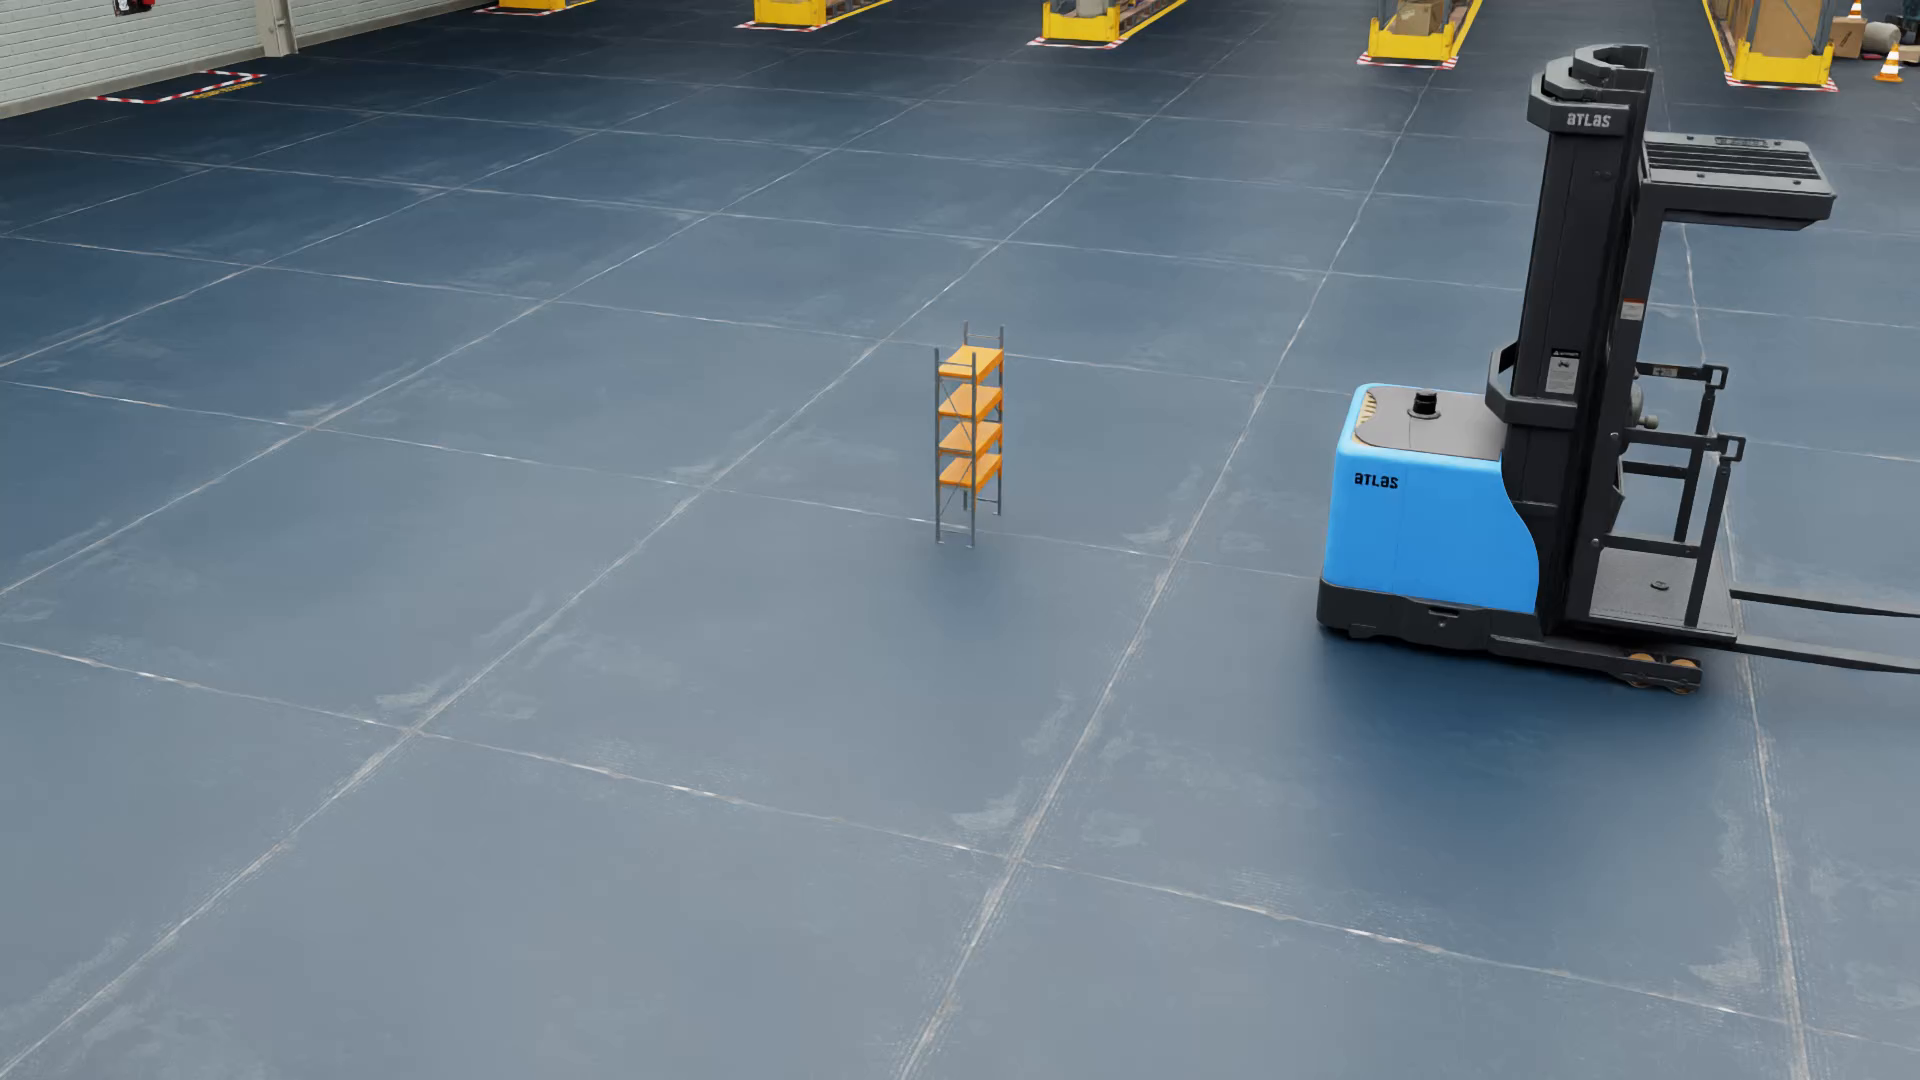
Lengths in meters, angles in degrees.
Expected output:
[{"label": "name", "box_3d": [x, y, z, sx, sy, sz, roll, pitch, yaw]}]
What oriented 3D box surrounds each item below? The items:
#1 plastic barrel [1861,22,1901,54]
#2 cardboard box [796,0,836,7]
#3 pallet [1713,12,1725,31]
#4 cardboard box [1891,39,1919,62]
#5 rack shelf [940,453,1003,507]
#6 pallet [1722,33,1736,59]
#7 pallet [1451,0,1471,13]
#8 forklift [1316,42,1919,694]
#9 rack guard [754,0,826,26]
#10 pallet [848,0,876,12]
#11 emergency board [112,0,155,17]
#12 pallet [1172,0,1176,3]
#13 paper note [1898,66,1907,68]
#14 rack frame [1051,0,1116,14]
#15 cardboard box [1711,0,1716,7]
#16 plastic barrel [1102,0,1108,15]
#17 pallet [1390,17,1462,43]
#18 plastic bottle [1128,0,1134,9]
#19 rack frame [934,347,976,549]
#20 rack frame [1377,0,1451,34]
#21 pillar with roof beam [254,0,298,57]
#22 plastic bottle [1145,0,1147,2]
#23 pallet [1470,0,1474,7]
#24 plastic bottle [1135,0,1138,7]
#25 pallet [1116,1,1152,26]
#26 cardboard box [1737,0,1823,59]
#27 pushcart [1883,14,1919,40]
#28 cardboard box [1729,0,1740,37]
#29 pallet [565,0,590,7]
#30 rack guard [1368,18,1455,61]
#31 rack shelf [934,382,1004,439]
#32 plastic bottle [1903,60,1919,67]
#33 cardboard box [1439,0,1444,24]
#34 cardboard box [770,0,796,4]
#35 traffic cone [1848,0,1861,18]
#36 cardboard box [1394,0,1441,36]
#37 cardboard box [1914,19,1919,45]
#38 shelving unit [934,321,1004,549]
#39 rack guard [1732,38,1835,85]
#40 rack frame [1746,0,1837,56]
[{"label": "plastic barrel", "box_3d": [13.610, -7.453, 24.657, 0.421, 0.421, 0.512, -14, 29, -27]}, {"label": "cardboard box", "box_3d": [-2.386, -8.996, 27.561, 0.500, 0.250, 0.500, 9, 27, 17]}, {"label": "pallet", "box_3d": [12.726, -8.374, 26.803, 1.003, 0.211, 1.213, 9, 27, 17]}, {"label": "cardboard box", "box_3d": [13.705, -7.097, 24.103, 0.396, 0.266, 0.258, 14, 29, 26]}, {"label": "rack shelf", "box_3d": [0.055, -0.369, 9.745, 0.258, 0.148, 0.480, 9, 27, 17]}, {"label": "pallet", "box_3d": [11.809, -7.242, 24.465, 1.003, 0.211, 1.213, 9, 27, 17]}, {"label": "pallet", "box_3d": [8.155, -9.127, 28.358, 1.003, 0.211, 1.213, 9, 27, 17]}, {"label": "forklift", "box_3d": [3.446, -0.821, 8.083, 3.031, 2.935, 1.130, 8, 27, 16]}, {"label": "rack guard", "box_3d": [-2.783, -8.721, 27.189, 1.175, 0.500, 0.348, 9, 27, 17]}, {"label": "pallet", "box_3d": [-2.152, -9.421, 28.966, 1.003, 0.211, 1.213, 9, 27, 17]}, {"label": "emergency board", "box_3d": [-10.885, -7.511, 21.820, 0.194, 1.169, 0.643, 9, 27, 17]}, {"label": "pallet", "box_3d": [3.451, -9.854, 29.859, 1.003, 0.211, 1.213, 9, 27, 17]}, {"label": "paper note", "box_3d": [13.318, -6.701, 23.558, 0.144, 0.017, 0.142, 20, 32, 35]}, {"label": "rack frame", "box_3d": [1.895, -9.136, 25.178, 1.000, 3.000, 0.127, 9, 27, 17]}, {"label": "cardboard box", "box_3d": [12.987, -9.142, 27.288, 1.050, 0.750, 0.750, 9, 27, 17]}, {"label": "plastic barrel", "box_3d": [2.209, -8.693, 26.636, 0.421, 0.512, 0.421, 0, 26, 0]}, {"label": "pallet", "box_3d": [7.302, -8.023, 26.078, 1.003, 0.211, 1.213, 9, 27, 17]}, {"label": "plastic bottle", "box_3d": [2.792, -8.806, 27.122, 0.097, 0.271, 0.097, 0, 26, 0]}, {"label": "rack frame", "box_3d": [-0.026, -0.508, 9.422, 0.240, 1.200, 0.015, 9, 27, 17]}, {"label": "rack frame", "box_3d": [6.566, -8.418, 23.695, 1.000, 3.000, 0.127, 9, 27, 17]}, {"label": "pillar with roof beam", "box_3d": [-5.967, -10.596, 21.309, 9.100, 9.000, 0.400, 9, 27, 17]}, {"label": "plastic bottle", "box_3d": [3.055, -9.168, 27.864, 0.152, 0.276, 0.135, 9, 27, 18]}, {"label": "pallet", "box_3d": [8.559, -9.630, 29.397, 1.003, 0.211, 1.213, 9, 27, 17]}, {"label": "plastic bottle", "box_3d": [2.885, -8.902, 27.306, 0.061, 0.283, 0.133, 9, 27, 18]}, {"label": "pallet", "box_3d": [2.559, -8.752, 27.584, 1.003, 0.211, 1.213, 9, 27, 17]}, {"label": "cardboard box", "box_3d": [11.373, -7.178, 23.090, 0.875, 0.875, 0.875, 9, 27, 18]}, {"label": "pushcart", "box_3d": [15.075, -7.755, 25.333, 1.648, 0.377, 0.936, 0, 26, -1]}, {"label": "cardboard box", "box_3d": [11.969, -7.915, 24.611, 0.875, 0.875, 0.875, 9, 27, 18]}, {"label": "pallet", "box_3d": [-7.118, -9.678, 29.496, 1.003, 0.211, 1.213, 9, 27, 17]}, {"label": "rack guard", "box_3d": [6.591, -7.324, 24.304, 1.175, 0.500, 0.348, 9, 27, 17]}, {"label": "rack shelf", "box_3d": [0.055, -0.749, 9.561, 0.258, 0.148, 0.480, 9, 27, 17]}, {"label": "plastic bottle", "box_3d": [13.575, -6.819, 23.763, 0.133, 0.061, 0.283, 0, 26, -1]}, {"label": "cardboard box", "box_3d": [7.182, -8.241, 25.716, 0.500, 0.500, 0.500, 11, 28, 22]}, {"label": "cardboard box", "box_3d": [-2.875, -9.071, 27.716, 0.500, 0.250, 0.500, 9, 27, 17]}, {"label": "traffic cone", "box_3d": [14.411, -8.491, 26.757, 0.336, 0.463, 0.334, 9, 27, 17]}, {"label": "cardboard box", "box_3d": [6.789, -7.736, 24.673, 0.500, 0.500, 0.500, 14, 29, 27]}, {"label": "cardboard box", "box_3d": [14.412, -7.393, 24.286, 0.797, 0.637, 0.503, 9, 27, 17]}, {"label": "shelving unit", "box_3d": [0.055, -0.608, 9.629, 0.258, 1.200, 0.503, 9, 27, 17]}, {"label": "rack guard", "box_3d": [11.202, -6.522, 22.648, 1.175, 0.500, 0.348, 9, 27, 17]}, {"label": "rack frame", "box_3d": [11.210, -7.657, 22.123, 1.000, 3.000, 0.127, 9, 27, 17]}]
